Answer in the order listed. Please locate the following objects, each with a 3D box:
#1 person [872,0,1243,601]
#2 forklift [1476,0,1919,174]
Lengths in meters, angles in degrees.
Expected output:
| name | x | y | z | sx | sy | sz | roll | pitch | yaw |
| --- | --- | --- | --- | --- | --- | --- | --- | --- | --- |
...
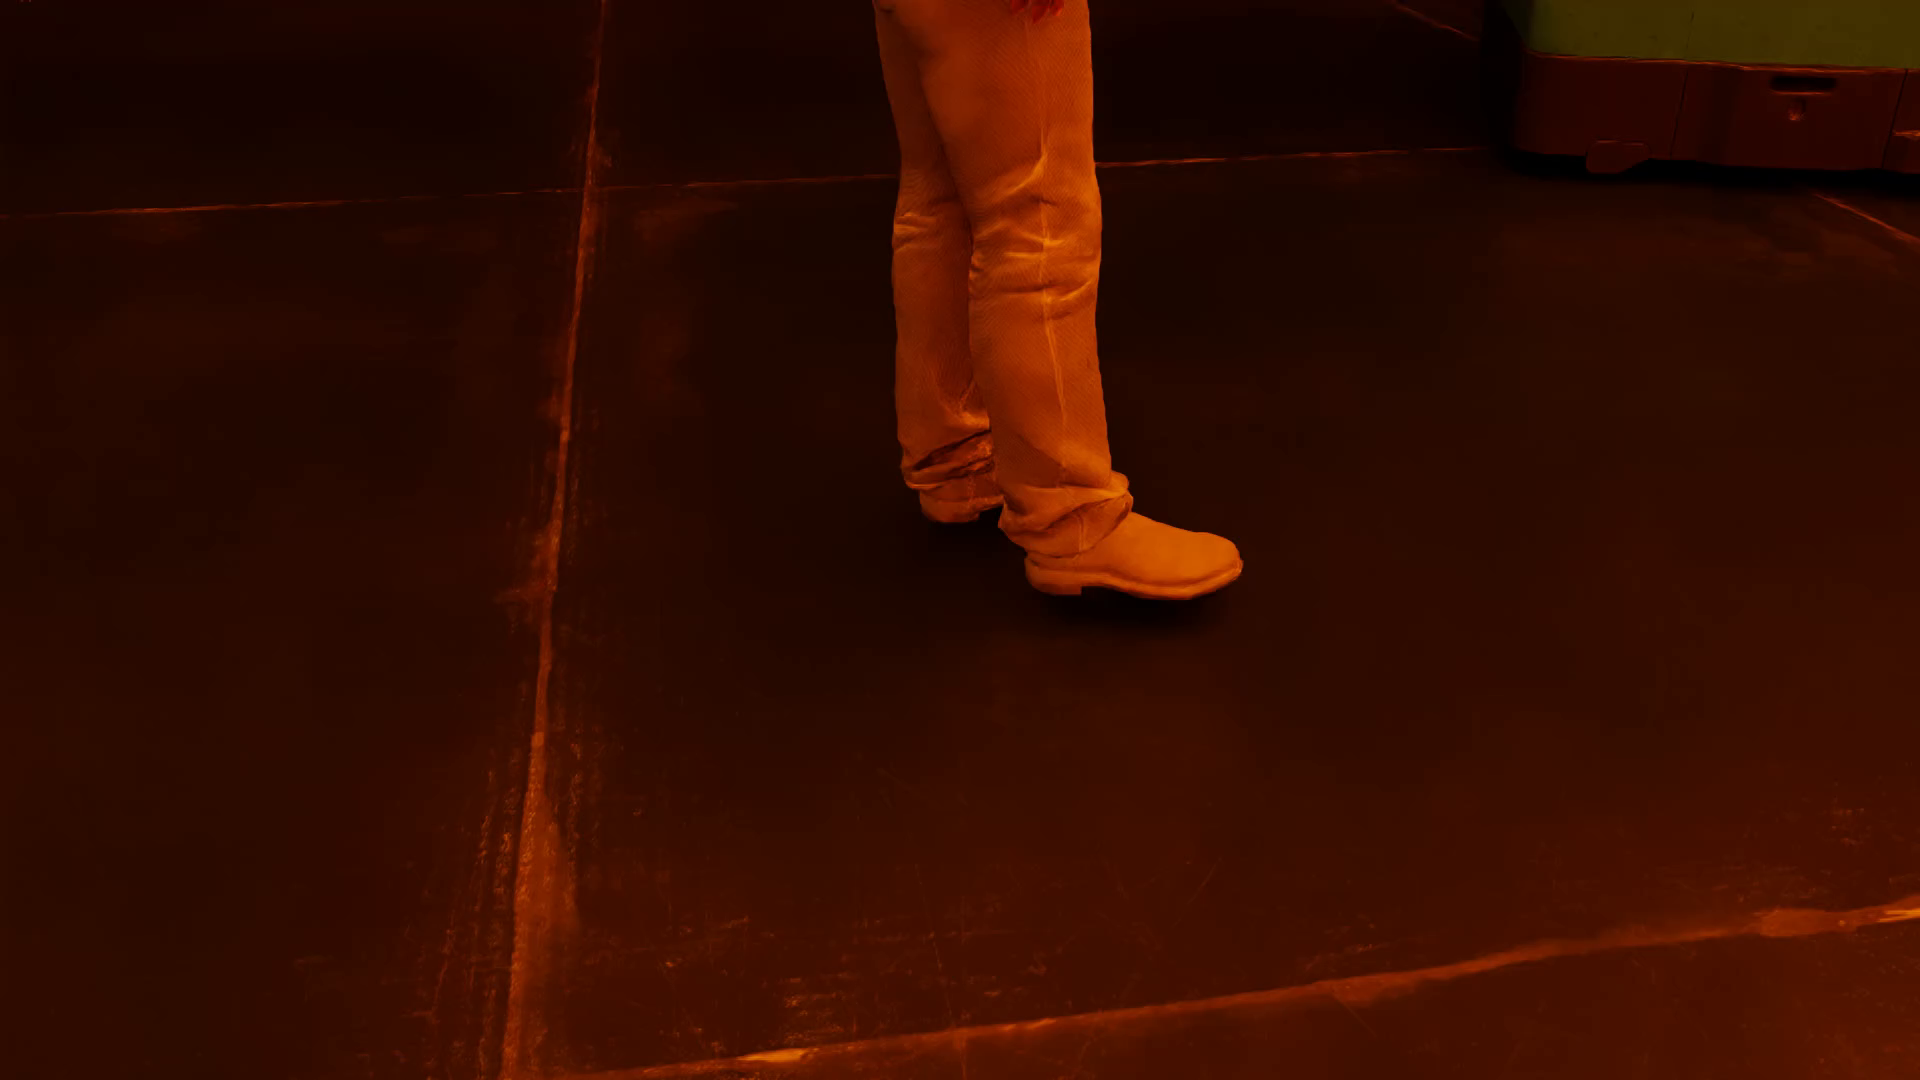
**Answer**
| name | x | y | z | sx | sy | sz | roll | pitch | yaw |
| --- | --- | --- | --- | --- | --- | --- | --- | --- | --- |
| person | 0.063 | -0.826 | 2.065 | 0.567 | 1.773 | 0.632 | -5 | 28 | -9 |
| forklift | 2.969 | -2.321 | 3.747 | 3.031 | 2.935 | 1.130 | 5 | 28 | 9 |
